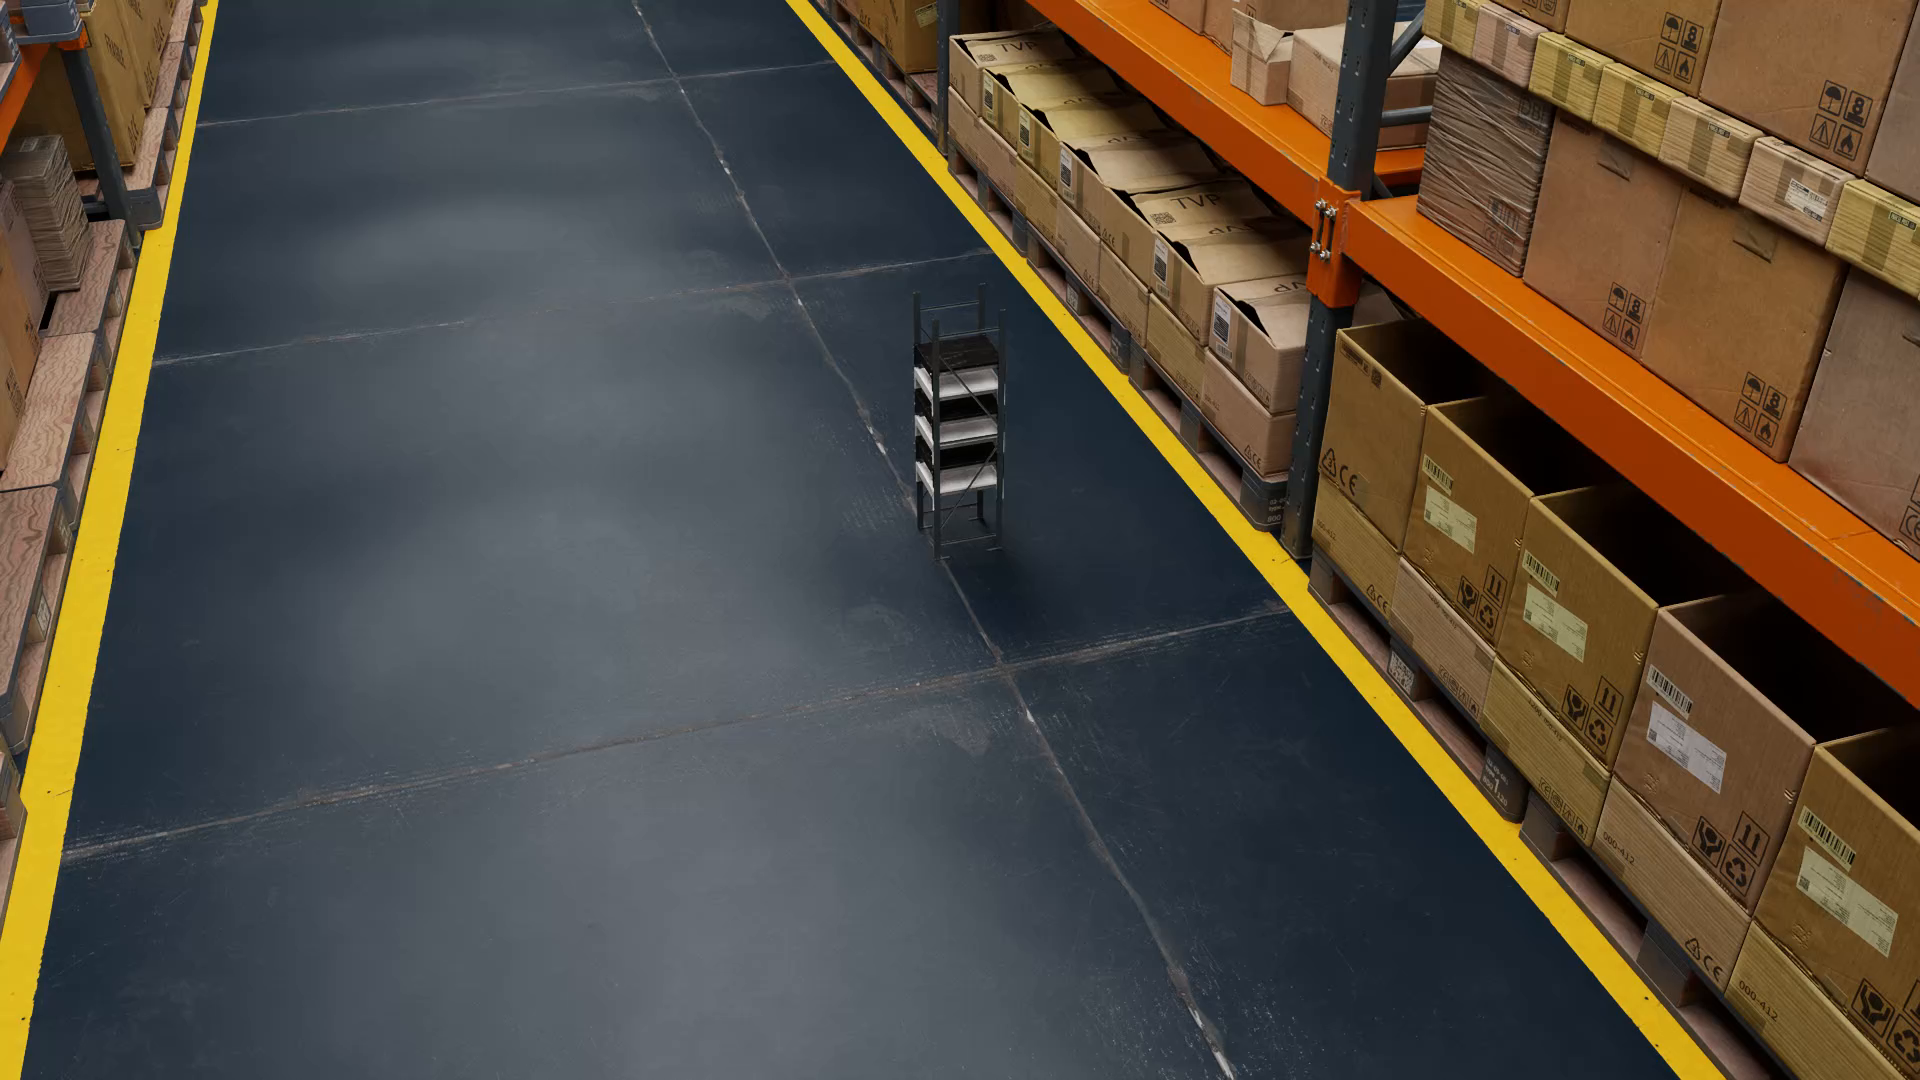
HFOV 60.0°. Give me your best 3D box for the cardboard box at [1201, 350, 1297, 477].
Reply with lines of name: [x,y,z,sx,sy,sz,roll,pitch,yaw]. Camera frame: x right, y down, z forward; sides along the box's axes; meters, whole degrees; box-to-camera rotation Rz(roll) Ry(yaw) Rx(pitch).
cardboard box: [1.192,-0.488,5.881,0.500,0.250,0.500,-10,35,-15]

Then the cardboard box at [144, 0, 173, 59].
cardboard box: [-4.966,-3.149,9.364,0.750,0.750,0.750,-9,35,-13]

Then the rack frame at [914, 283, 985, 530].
rack frame: [-0.033,-0.433,5.589,0.240,0.900,0.006,-10,35,-15]

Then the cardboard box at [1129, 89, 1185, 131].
cardboard box: [1.085,-1.883,7.483,0.500,0.311,0.500,-10,35,-15]

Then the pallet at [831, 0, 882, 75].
pallet: [-0.186,-3.266,10.501,1.003,0.211,1.213,-10,35,-15]

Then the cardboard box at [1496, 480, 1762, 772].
cardboard box: [1.743,0.189,4.176,0.500,0.500,0.500,-10,35,-15]

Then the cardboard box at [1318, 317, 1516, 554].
cardboard box: [1.438,-0.336,4.971,0.500,0.500,0.500,-10,35,-15]

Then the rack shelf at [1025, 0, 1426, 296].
rack shelf: [0.984,-2.041,6.771,1.077,0.370,4.000,-10,35,-15]

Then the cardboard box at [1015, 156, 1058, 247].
cardboard box: [0.573,-1.559,7.502,0.500,0.250,0.500,-11,35,-16]

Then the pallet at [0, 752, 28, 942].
pallet: [-2.884,1.054,3.964,1.003,0.211,1.213,-10,35,-15]

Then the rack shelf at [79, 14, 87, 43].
rack shelf: [-4.952,-3.306,8.685,1.077,0.370,4.000,-10,35,-15]

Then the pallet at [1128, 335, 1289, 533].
pallet: [1.333,-0.508,6.327,1.003,0.211,1.213,-10,35,-15]

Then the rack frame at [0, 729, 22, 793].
rack frame: [-3.122,-0.456,3.720,1.000,3.000,0.127,-10,35,-15]

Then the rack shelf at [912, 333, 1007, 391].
rack shelf: [-0.002,-0.577,5.378,0.258,0.077,0.200,-10,35,-15]

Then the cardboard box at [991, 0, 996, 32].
cardboard box: [0.343,-3.093,9.578,0.500,0.500,0.500,-11,35,-16]

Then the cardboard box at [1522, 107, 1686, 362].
cardboard box: [1.903,-0.825,4.187,0.700,0.500,0.500,-10,35,-15]

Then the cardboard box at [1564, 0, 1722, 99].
cardboard box: [1.891,-1.377,3.846,0.700,0.500,0.500,-10,35,-15]

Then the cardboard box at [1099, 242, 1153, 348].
cardboard box: [0.883,-1.023,6.690,0.500,0.250,0.500,-9,35,-14]

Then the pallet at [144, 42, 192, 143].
pallet: [-4.879,-2.459,9.280,1.003,0.211,1.213,-10,35,-15]

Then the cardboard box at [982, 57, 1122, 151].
cardboard box: [0.423,-2.055,7.743,0.500,0.311,0.500,-11,35,-16]

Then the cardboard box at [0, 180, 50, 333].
cardboard box: [-4.027,-1.038,6.468,0.700,0.500,0.500,-10,35,-15]

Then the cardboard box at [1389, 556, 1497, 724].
cardboard box: [1.595,0.239,4.781,0.500,0.250,0.500,-10,35,-15]

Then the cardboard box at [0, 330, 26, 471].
cardboard box: [-3.685,-0.518,5.682,0.700,0.500,0.500,-10,35,-14]

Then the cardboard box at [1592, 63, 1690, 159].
cardboard box: [1.730,-1.026,3.902,0.380,0.149,0.250,-10,35,-15]

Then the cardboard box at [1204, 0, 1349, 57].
cardboard box: [1.215,-2.016,5.989,0.500,0.500,0.500,-8,34,-11]

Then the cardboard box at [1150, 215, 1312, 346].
cardboard box: [1.033,-0.990,6.132,0.500,0.311,0.500,-9,35,-13]

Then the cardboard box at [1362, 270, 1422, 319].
cardboard box: [1.706,-0.812,5.863,0.500,0.311,0.500,-10,35,-15]

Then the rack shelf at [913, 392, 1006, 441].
rack shelf: [-0.002,-0.427,5.477,0.258,0.077,0.200,-10,35,-15]

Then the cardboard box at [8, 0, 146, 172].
cardboard box: [-4.442,-2.243,7.992,0.750,0.750,0.750,-10,35,-15]

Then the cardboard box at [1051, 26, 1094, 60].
cardboard box: [0.769,-2.420,8.296,0.500,0.311,0.500,-9,35,-13]

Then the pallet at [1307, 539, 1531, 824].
pallet: [1.797,0.297,5.109,1.003,0.211,1.213,-10,35,-15]

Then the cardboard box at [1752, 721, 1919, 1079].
cardboard box: [2.049,0.714,3.382,0.500,0.500,0.500,-10,35,-15]

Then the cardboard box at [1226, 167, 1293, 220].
cardboard box: [1.399,-1.347,6.673,0.500,0.311,0.500,-11,35,-16]

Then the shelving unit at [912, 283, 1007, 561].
shelving unit: [-0.002,-0.380,5.508,0.258,0.900,0.210,-10,35,-15]

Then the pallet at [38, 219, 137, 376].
pallet: [-4.105,-0.982,7.045,1.003,0.211,1.213,-10,35,-15]

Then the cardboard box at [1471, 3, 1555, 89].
cardboard box: [1.569,-1.298,4.315,0.380,0.149,0.250,-10,35,-14]

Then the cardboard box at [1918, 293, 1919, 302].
cardboard box: [2.041,-0.486,3.086,0.380,0.149,0.250,-10,35,-15]

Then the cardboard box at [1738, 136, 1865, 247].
cardboard box: [1.889,-0.754,3.491,0.380,0.149,0.250,-11,35,-16]

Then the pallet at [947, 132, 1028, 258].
pallet: [0.588,-1.789,8.266,1.003,0.211,1.213,-10,35,-15]

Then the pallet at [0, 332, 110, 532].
pallet: [-3.737,-0.343,6.078,1.003,0.211,1.213,-10,35,-15]

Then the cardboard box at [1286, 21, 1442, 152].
cardboard box: [1.403,-1.480,5.405,0.500,0.250,0.500,-8,34,-12]

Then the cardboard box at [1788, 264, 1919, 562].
cardboard box: [2.209,-0.292,3.381,0.700,0.500,0.500,-9,35,-13]

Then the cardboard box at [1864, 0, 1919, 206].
cardboard box: [2.195,-0.852,3.051,0.700,0.500,0.500,-10,35,-15]

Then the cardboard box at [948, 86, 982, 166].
cardboard box: [0.254,-2.095,8.313,0.500,0.250,0.500,-10,35,-15]

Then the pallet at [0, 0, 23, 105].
pallet: [-3.699,-1.444,5.388,1.003,0.211,1.213,-10,35,-15]

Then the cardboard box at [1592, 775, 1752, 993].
cardboard box: [1.901,0.763,3.987,0.500,0.250,0.500,-10,35,-15]

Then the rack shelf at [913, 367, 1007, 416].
rack shelf: [-0.002,-0.502,5.428,0.258,0.077,0.200,-10,35,-15]

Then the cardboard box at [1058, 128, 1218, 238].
cardboard box: [0.733,-1.517,6.929,0.500,0.311,0.500,-10,35,-15]

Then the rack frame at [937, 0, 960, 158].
rack frame: [0.374,-3.391,8.161,1.000,3.000,0.127,-10,35,-15]

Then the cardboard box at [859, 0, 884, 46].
cardboard box: [-0.292,-3.255,9.824,0.500,0.500,0.500,-11,35,-16]
